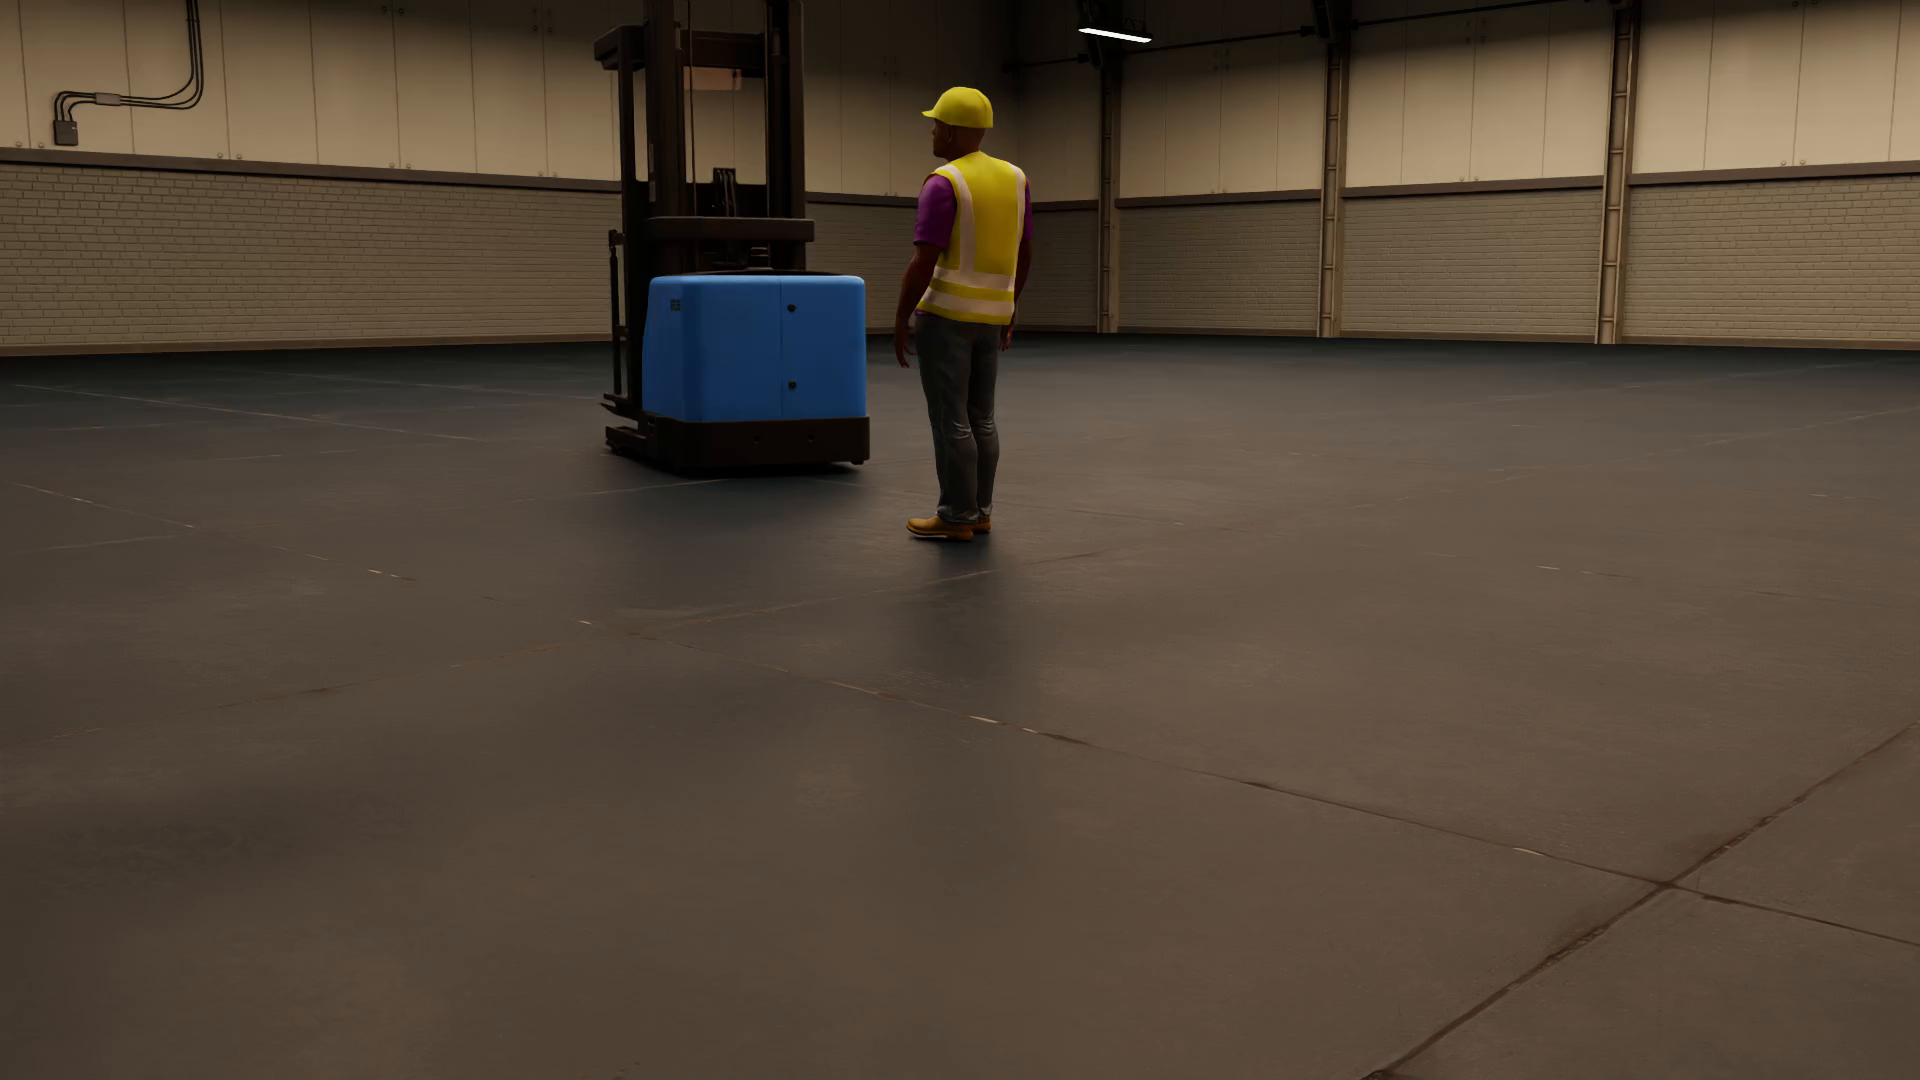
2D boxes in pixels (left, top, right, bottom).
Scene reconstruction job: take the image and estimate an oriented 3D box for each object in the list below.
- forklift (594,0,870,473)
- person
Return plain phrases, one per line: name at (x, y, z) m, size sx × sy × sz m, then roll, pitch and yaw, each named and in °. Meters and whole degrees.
forklift at (-1.560, -1.991, 10.095) m, size 1.130 × 2.935 × 3.031 m, roll -4°, pitch 9°, yaw -24°
person at (-0.045, -0.888, 6.637) m, size 0.577 × 1.765 × 0.665 m, roll 8°, pitch 12°, yaw 43°
